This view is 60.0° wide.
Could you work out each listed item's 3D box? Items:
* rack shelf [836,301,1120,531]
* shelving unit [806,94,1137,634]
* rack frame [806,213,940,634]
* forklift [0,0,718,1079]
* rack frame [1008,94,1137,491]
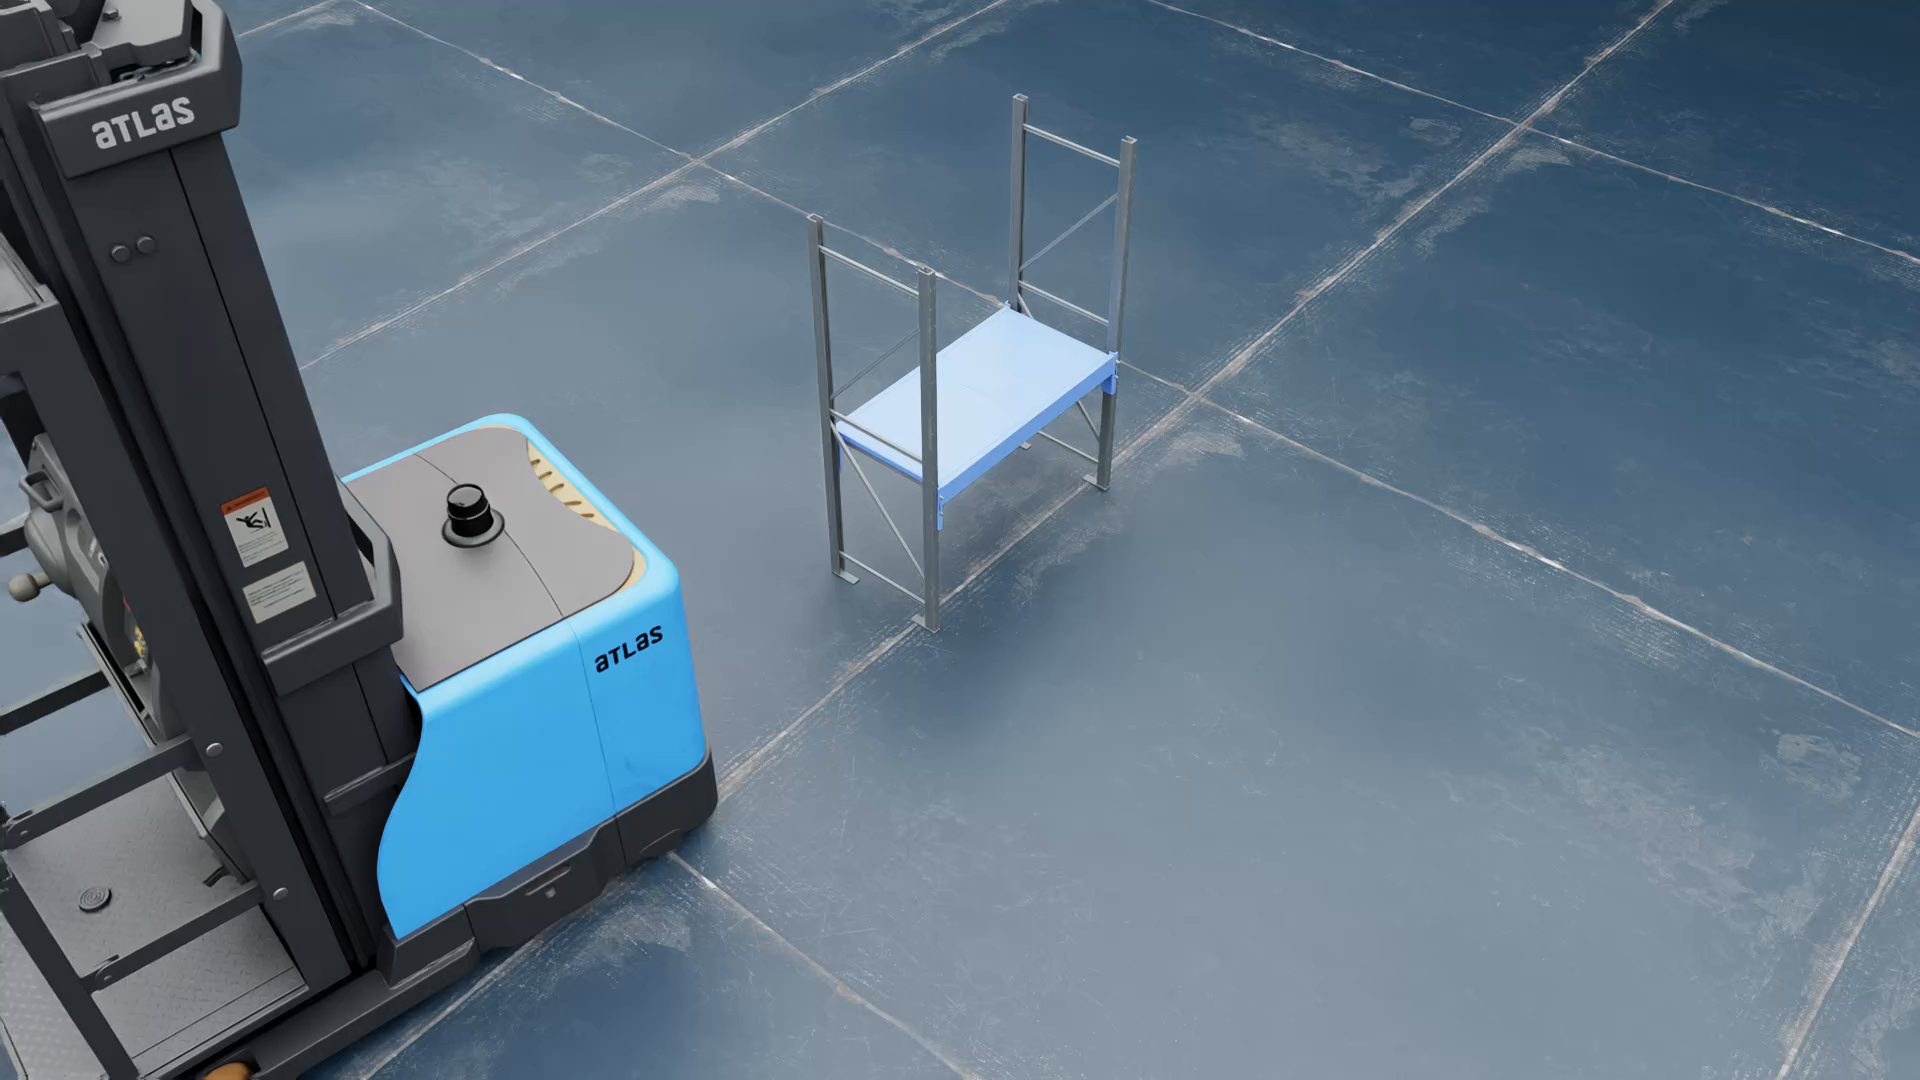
[{"bbox_3d":[0.055,-0.466,5.915,0.538,0.185,1.000,29,50,28],"label":"rack shelf"},{"bbox_3d":[0.055,-0.599,5.794,0.538,1.500,1.048,29,50,28],"label":"shelving unit"},{"bbox_3d":[-0.272,-0.337,5.506,0.500,1.500,0.032,29,50,28],"label":"rack frame"},{"bbox_3d":[-2.222,0.175,3.879,3.031,2.935,1.130,-29,50,-28],"label":"forklift"},{"bbox_3d":[0.382,-0.861,6.082,0.500,1.500,0.032,29,50,28],"label":"rack frame"}]
